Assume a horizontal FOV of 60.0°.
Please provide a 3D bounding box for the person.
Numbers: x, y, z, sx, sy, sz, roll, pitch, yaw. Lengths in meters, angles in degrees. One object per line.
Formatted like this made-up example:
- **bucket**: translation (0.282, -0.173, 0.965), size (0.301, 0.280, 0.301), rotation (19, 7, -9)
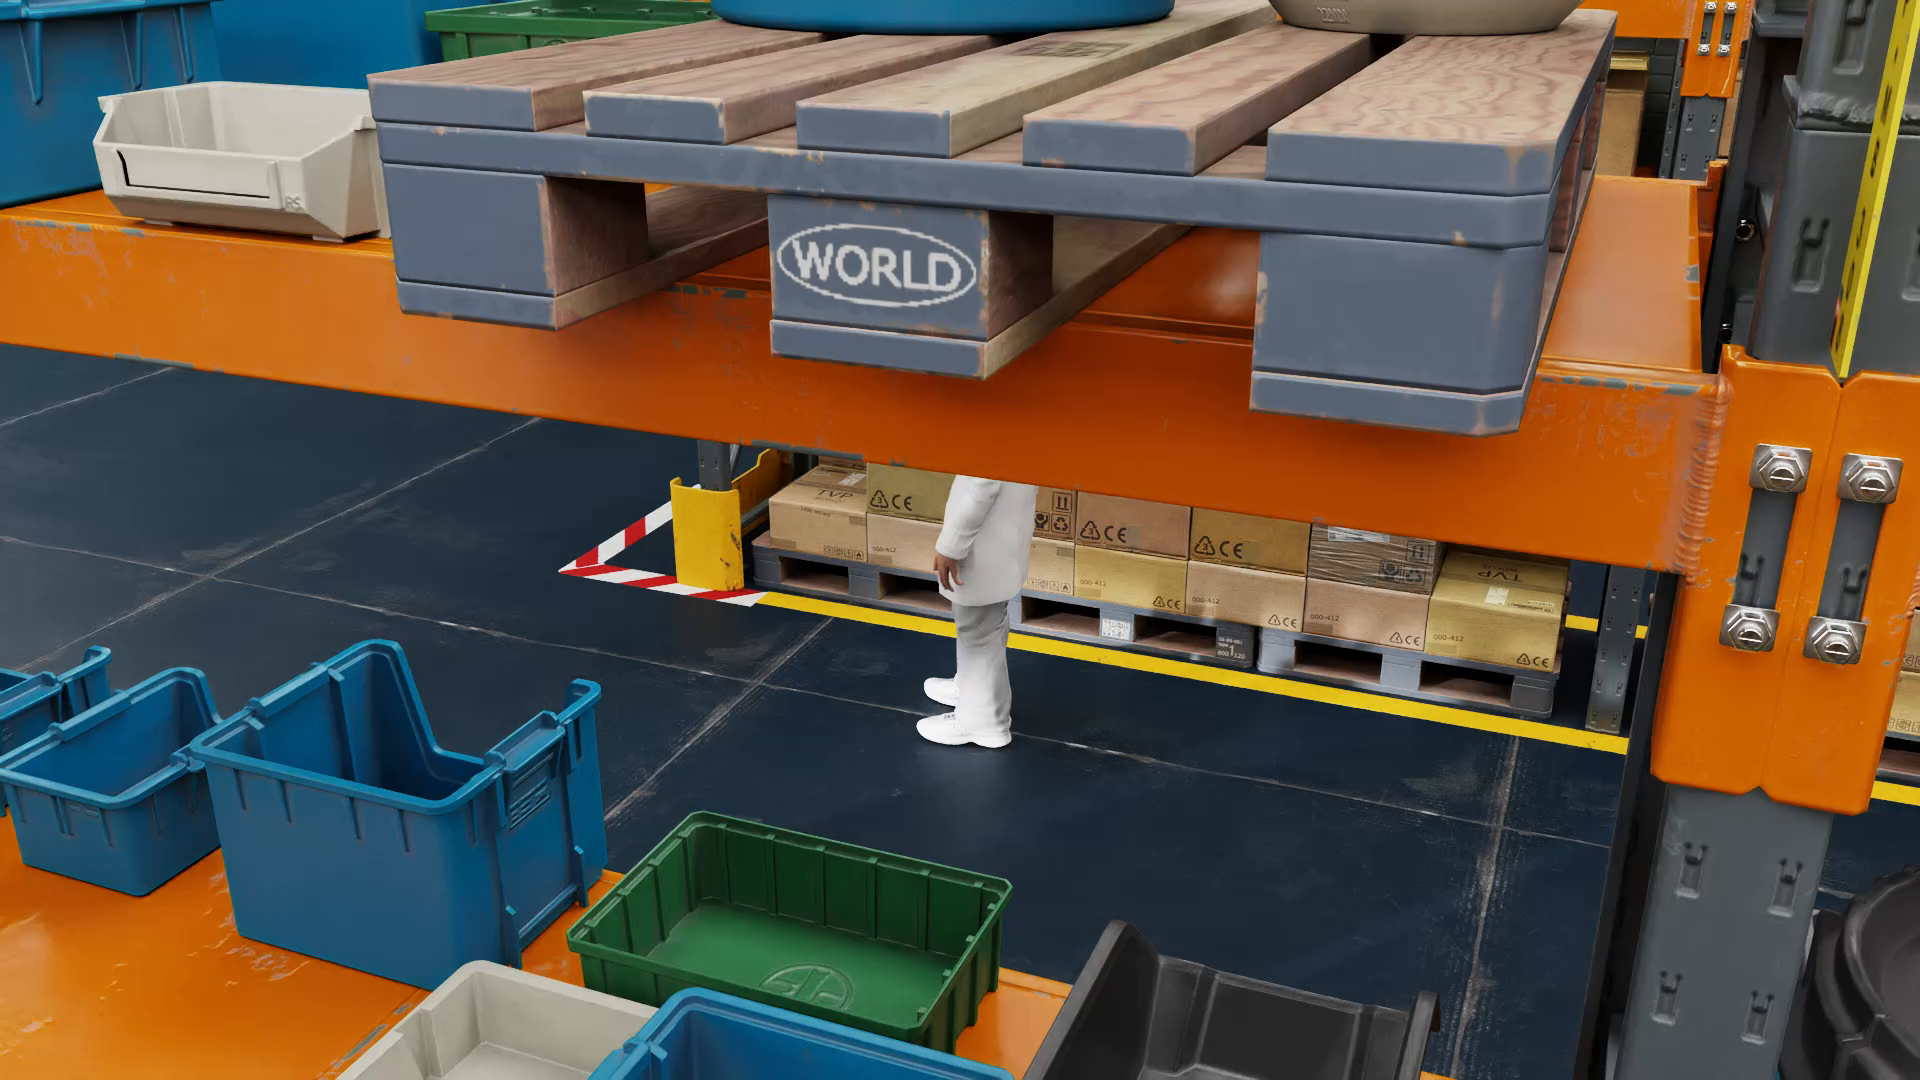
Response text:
- **person**: translation (0.020, -0.048, 6.222), size (0.581, 1.762, 0.697), rotation (9, 24, 20)
